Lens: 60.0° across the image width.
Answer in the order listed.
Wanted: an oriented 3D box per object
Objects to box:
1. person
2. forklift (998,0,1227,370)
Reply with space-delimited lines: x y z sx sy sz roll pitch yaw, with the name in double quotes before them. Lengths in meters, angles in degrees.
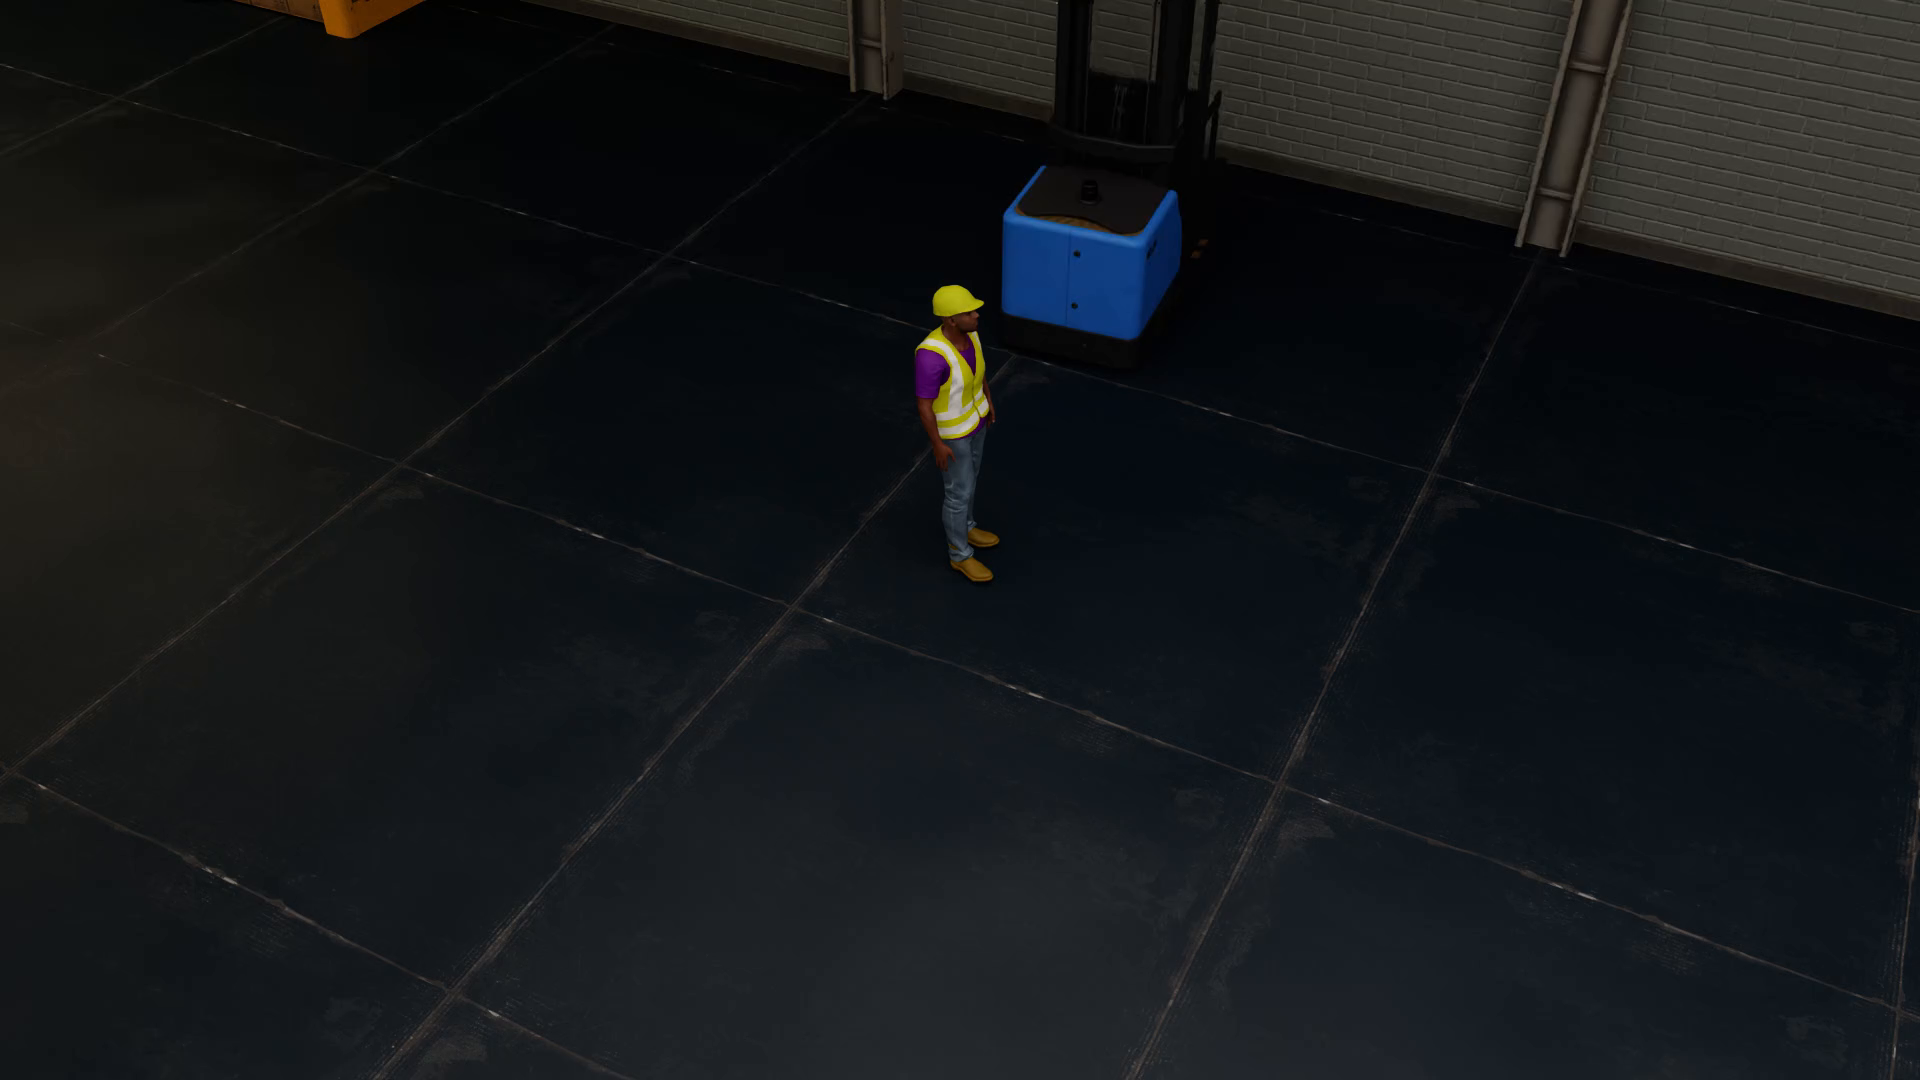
"person" 0.060 -0.657 9.660 0.575 1.768 0.666 18 43 21
"forklift" 1.300 -3.258 11.854 1.130 2.935 3.031 15 42 17
